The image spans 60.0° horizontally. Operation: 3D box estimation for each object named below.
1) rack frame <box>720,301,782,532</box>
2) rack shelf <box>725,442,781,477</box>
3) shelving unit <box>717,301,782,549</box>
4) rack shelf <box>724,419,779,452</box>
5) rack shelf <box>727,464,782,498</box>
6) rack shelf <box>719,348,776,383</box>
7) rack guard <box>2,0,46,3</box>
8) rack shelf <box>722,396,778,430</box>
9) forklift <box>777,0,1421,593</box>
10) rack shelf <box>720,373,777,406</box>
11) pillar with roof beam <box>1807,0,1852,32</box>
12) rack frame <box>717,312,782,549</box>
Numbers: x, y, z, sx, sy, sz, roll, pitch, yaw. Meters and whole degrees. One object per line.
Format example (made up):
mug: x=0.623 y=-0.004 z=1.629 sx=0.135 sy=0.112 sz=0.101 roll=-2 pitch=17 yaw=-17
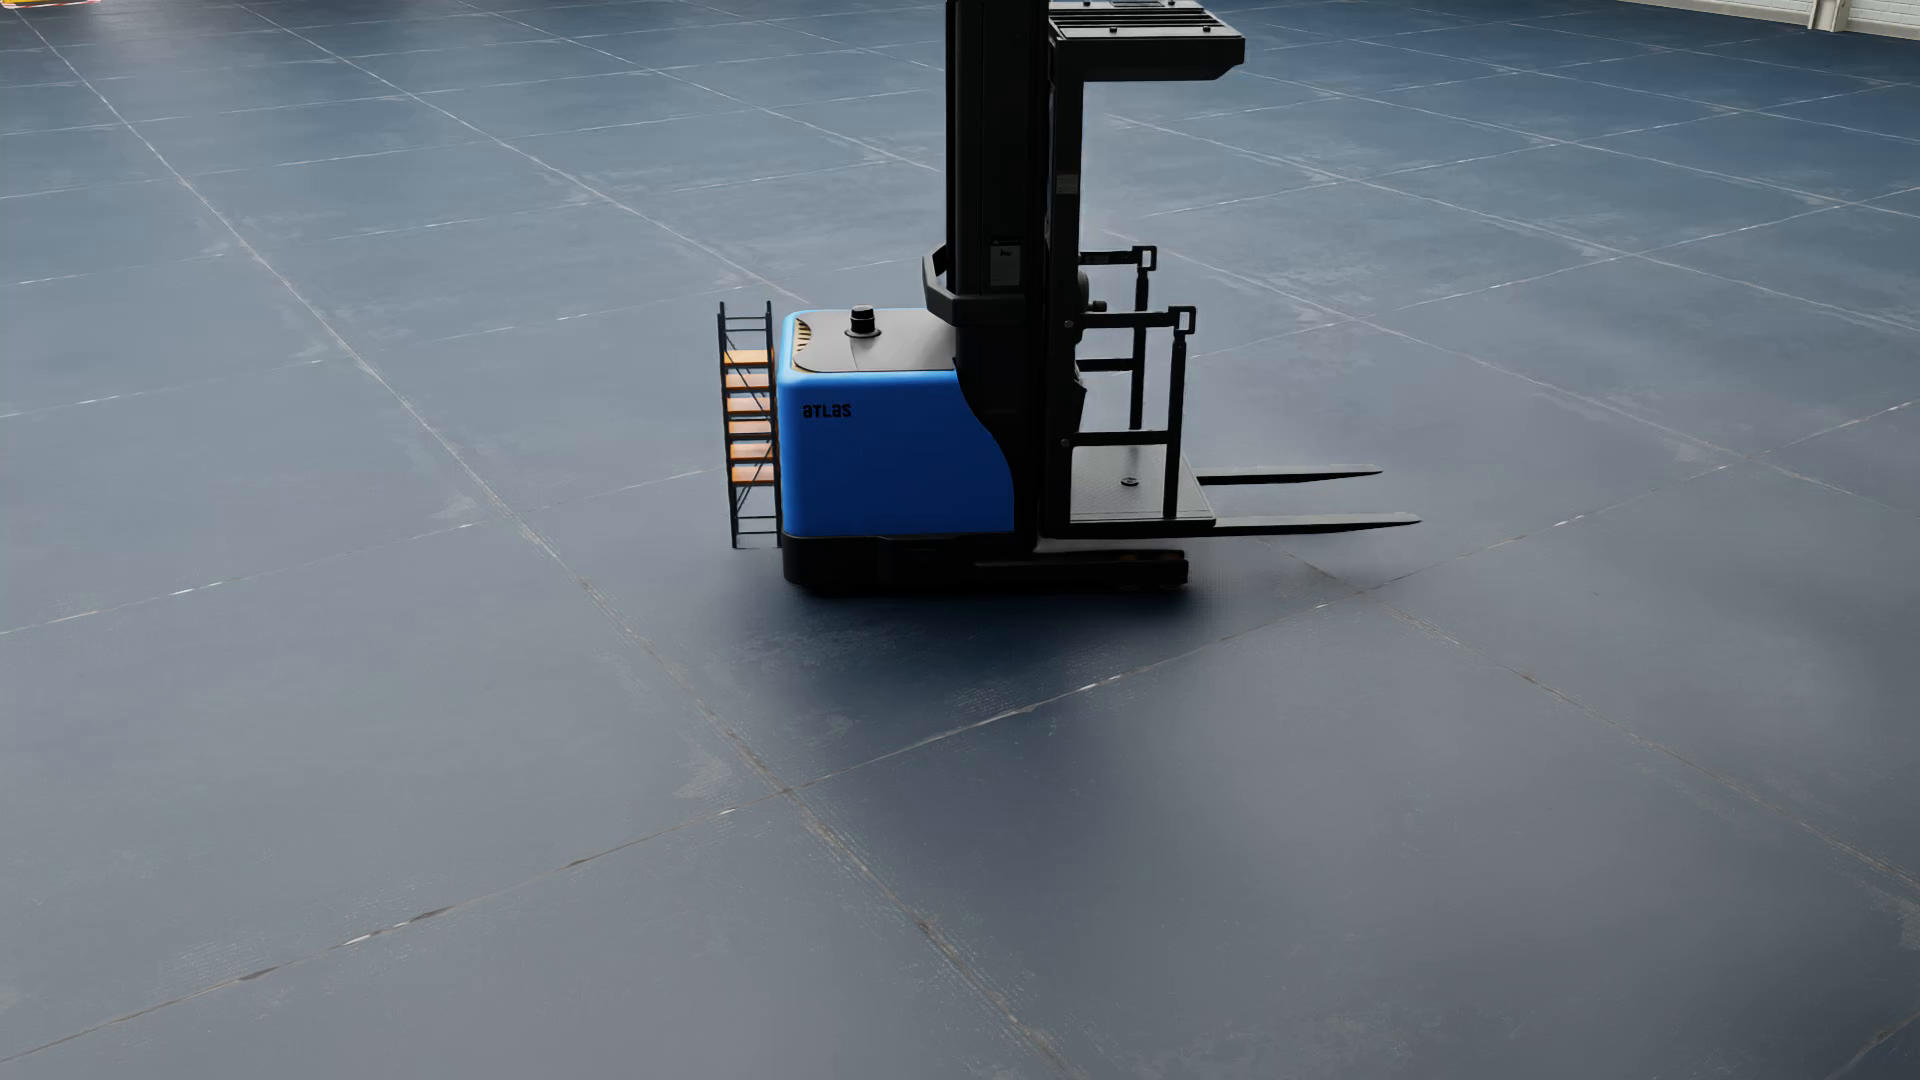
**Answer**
rack frame: x=-1.008 y=-0.579 z=8.071 sx=0.240 sy=1.200 sz=0.006 roll=-2 pitch=25 yaw=-3
rack shelf: x=-1.002 y=-0.392 z=8.059 sx=0.258 sy=0.103 sz=0.180 roll=-2 pitch=25 yaw=-3
shelving unit: x=-1.002 y=-0.540 z=7.989 sx=0.258 sy=1.200 sz=0.189 roll=-2 pitch=25 yaw=-3
rack shelf: x=-1.002 y=-0.500 z=8.008 sx=0.258 sy=0.103 sz=0.180 roll=-2 pitch=25 yaw=-3
rack shelf: x=-1.002 y=-0.283 z=8.110 sx=0.258 sy=0.103 sz=0.180 roll=-2 pitch=25 yaw=-3
rack shelf: x=-1.003 y=-0.826 z=7.854 sx=0.258 sy=0.103 sz=0.180 roll=-2 pitch=25 yaw=-3
rack guard: x=-14.596 y=-8.844 z=26.398 sx=1.175 sy=0.500 sz=0.348 roll=-16 pitch=29 yaw=-30
rack shelf: x=-1.002 y=-0.609 z=7.956 sx=0.258 sy=0.103 sz=0.180 roll=-2 pitch=25 yaw=-3
forklift: x=0.666 y=-1.314 z=7.600 sx=3.031 sy=2.935 sz=1.130 roll=-2 pitch=25 yaw=-3
rack shelf: x=-1.002 y=-0.717 z=7.905 sx=0.258 sy=0.103 sz=0.180 roll=-2 pitch=25 yaw=-3
pillar with roof beam: x=8.689 y=-10.310 z=19.549 sx=9.100 sy=9.000 sz=0.400 roll=-16 pitch=29 yaw=-30
rack frame: x=-0.996 y=-0.501 z=7.906 sx=0.240 sy=1.200 sz=0.006 roll=-2 pitch=25 yaw=-3
